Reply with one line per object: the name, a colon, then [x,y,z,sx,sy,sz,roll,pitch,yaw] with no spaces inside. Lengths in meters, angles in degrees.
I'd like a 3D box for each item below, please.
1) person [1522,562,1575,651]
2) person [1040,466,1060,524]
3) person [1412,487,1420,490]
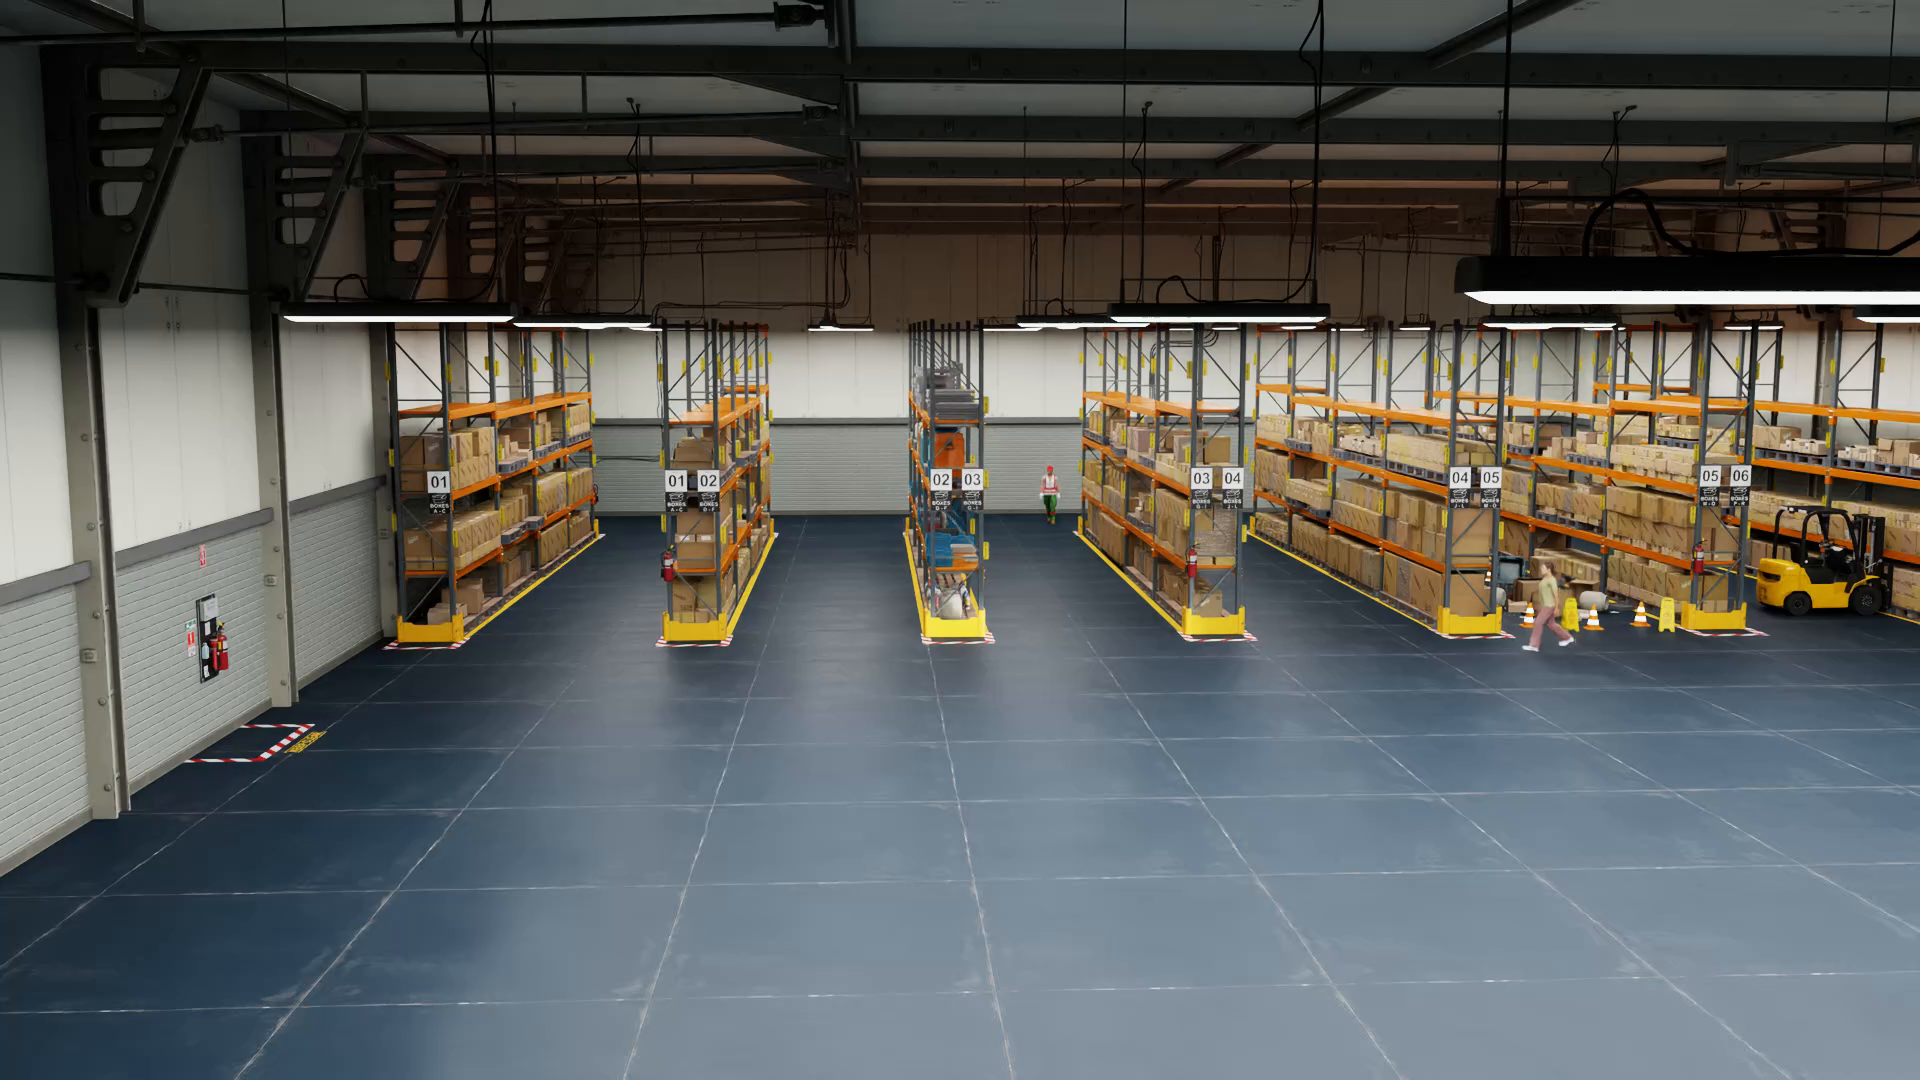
person: [10.678,1.198,30.074,1.002,1.628,0.448,0,7,-2]
person: [2.712,-1.380,50.278,0.594,1.728,0.988,1,7,9]
person: [12.362,-0.625,45.057,0.372,1.612,0.445,6,9,40]
